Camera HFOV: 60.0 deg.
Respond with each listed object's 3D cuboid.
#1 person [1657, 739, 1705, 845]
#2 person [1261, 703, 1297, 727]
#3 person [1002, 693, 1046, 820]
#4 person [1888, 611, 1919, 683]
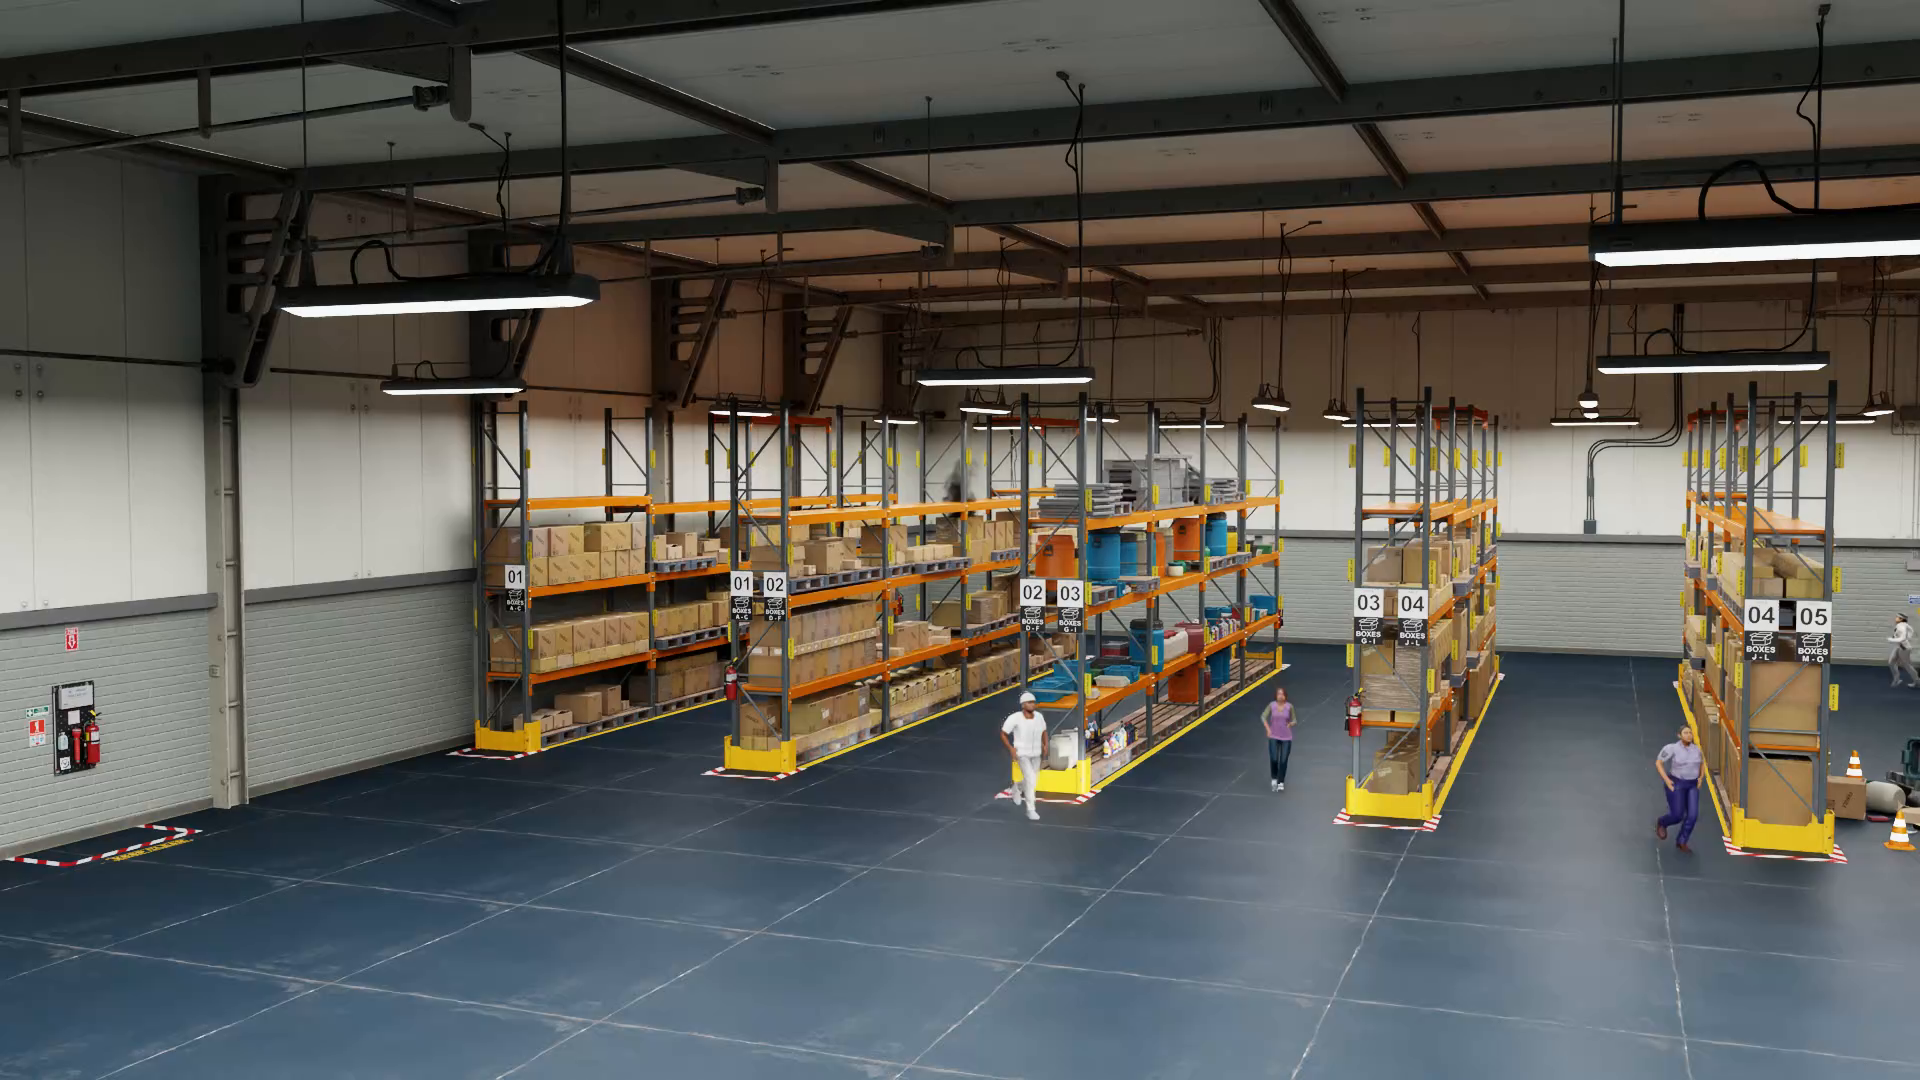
[{"bbox_3d":[9.268,3.226,21.340,0.608,1.342,0.499,0,3,-8],"label":"person"},{"bbox_3d":[4.796,2.723,24.974,0.522,0.563,0.360,0,3,7],"label":"person"},{"bbox_3d":[0.919,3.003,23.361,0.695,1.739,0.806,-2,3,-32],"label":"person"},{"bbox_3d":[20.558,2.323,36.146,0.625,1.559,0.602,1,3,21],"label":"person"}]
